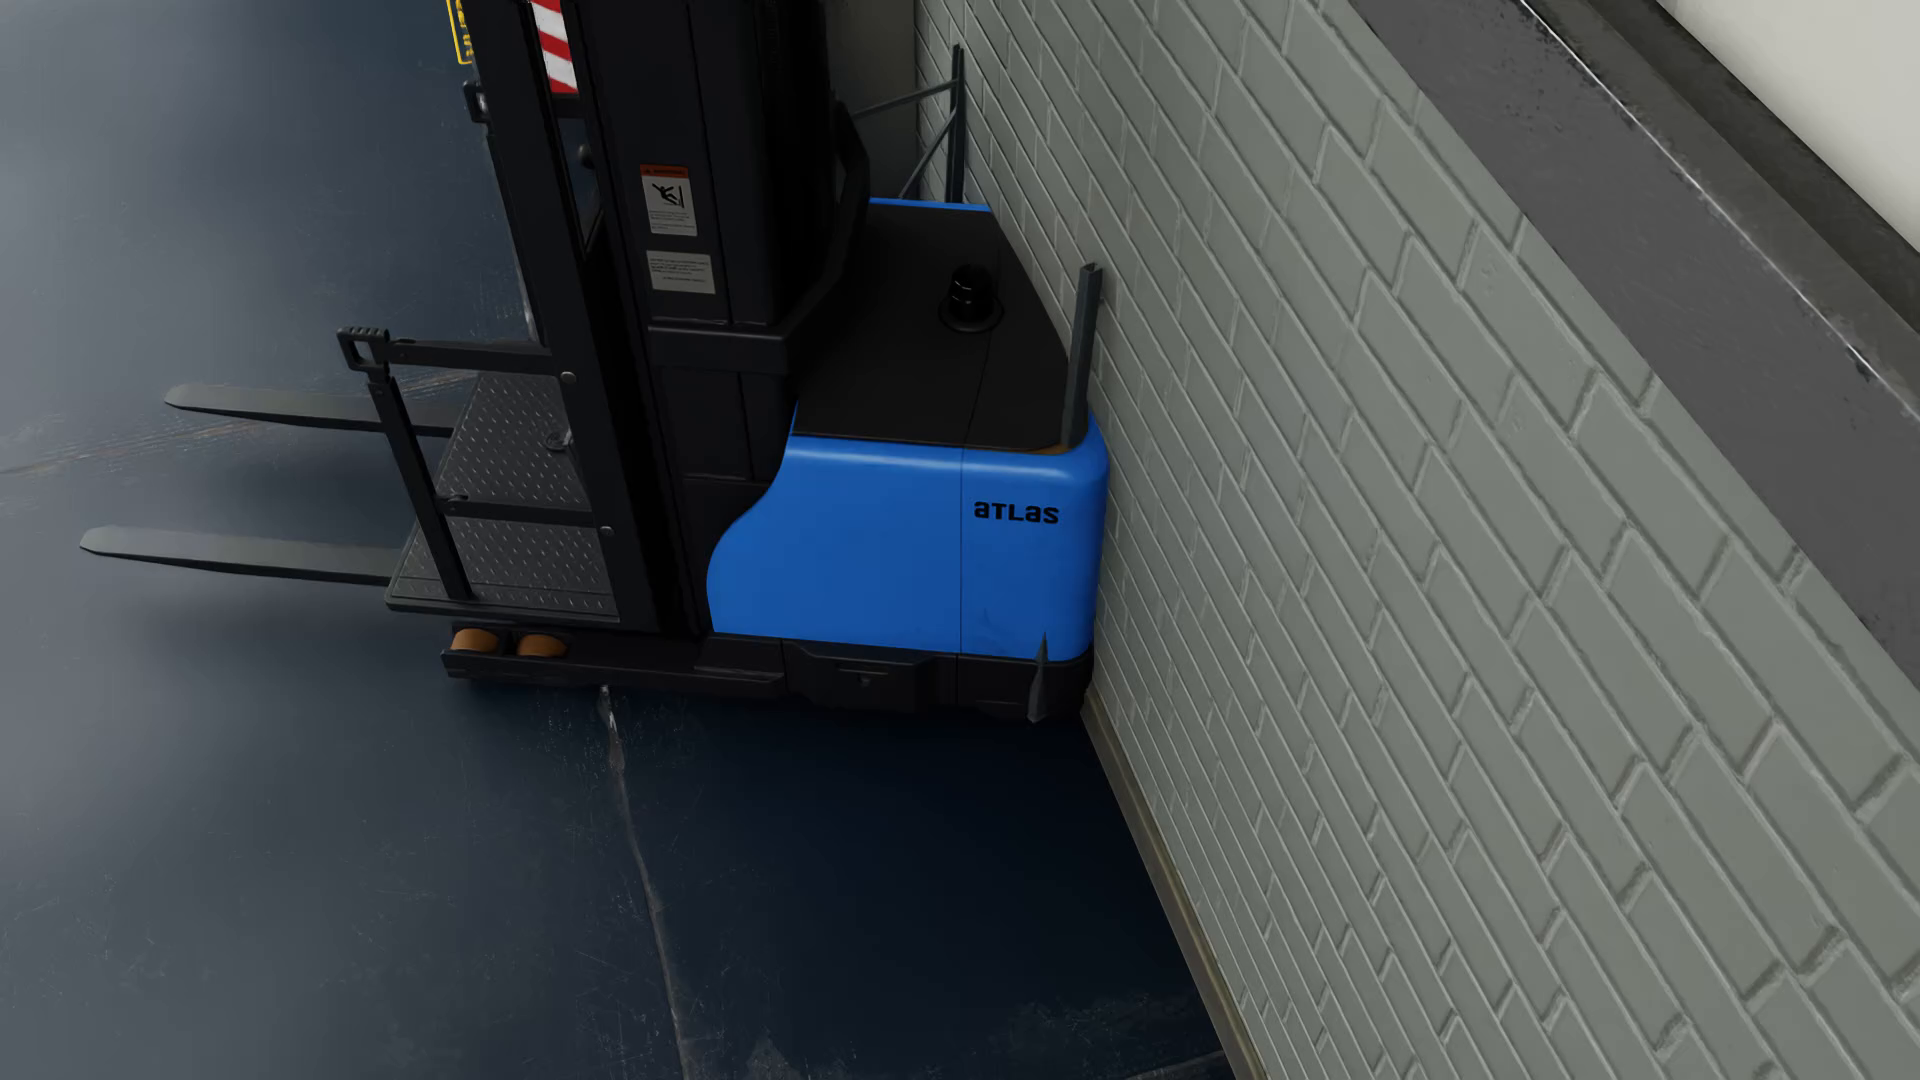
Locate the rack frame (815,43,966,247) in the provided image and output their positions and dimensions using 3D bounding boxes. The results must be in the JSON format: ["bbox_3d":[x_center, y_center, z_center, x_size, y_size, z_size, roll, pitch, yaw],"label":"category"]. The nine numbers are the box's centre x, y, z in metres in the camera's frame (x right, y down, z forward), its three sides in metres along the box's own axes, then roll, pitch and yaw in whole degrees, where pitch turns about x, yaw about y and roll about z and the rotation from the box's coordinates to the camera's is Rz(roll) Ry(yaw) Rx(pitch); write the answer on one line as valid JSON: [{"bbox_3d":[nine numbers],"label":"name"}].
[{"bbox_3d":[-0.209,-0.695,4.900,0.500,1.500,0.032,-27,50,-30],"label":"rack frame"}]

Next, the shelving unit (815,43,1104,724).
[{"bbox_3d":[0.111,-0.419,4.619,0.538,1.500,1.048,-27,50,-30],"label":"shelving unit"}]

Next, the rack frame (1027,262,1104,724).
[{"bbox_3d":[0.432,-0.143,4.337,0.500,1.500,0.032,-27,50,-30],"label":"rack frame"}]

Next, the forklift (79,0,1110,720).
[{"bbox_3d":[-1.081,-0.913,4.103,3.031,2.935,1.130,5,50,4],"label":"forklift"}]

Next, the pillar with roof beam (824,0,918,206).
[{"bbox_3d":[-4.448,-2.809,1.733,9.100,9.000,0.400,-13,51,-11],"label":"pillar with roof beam"}]
